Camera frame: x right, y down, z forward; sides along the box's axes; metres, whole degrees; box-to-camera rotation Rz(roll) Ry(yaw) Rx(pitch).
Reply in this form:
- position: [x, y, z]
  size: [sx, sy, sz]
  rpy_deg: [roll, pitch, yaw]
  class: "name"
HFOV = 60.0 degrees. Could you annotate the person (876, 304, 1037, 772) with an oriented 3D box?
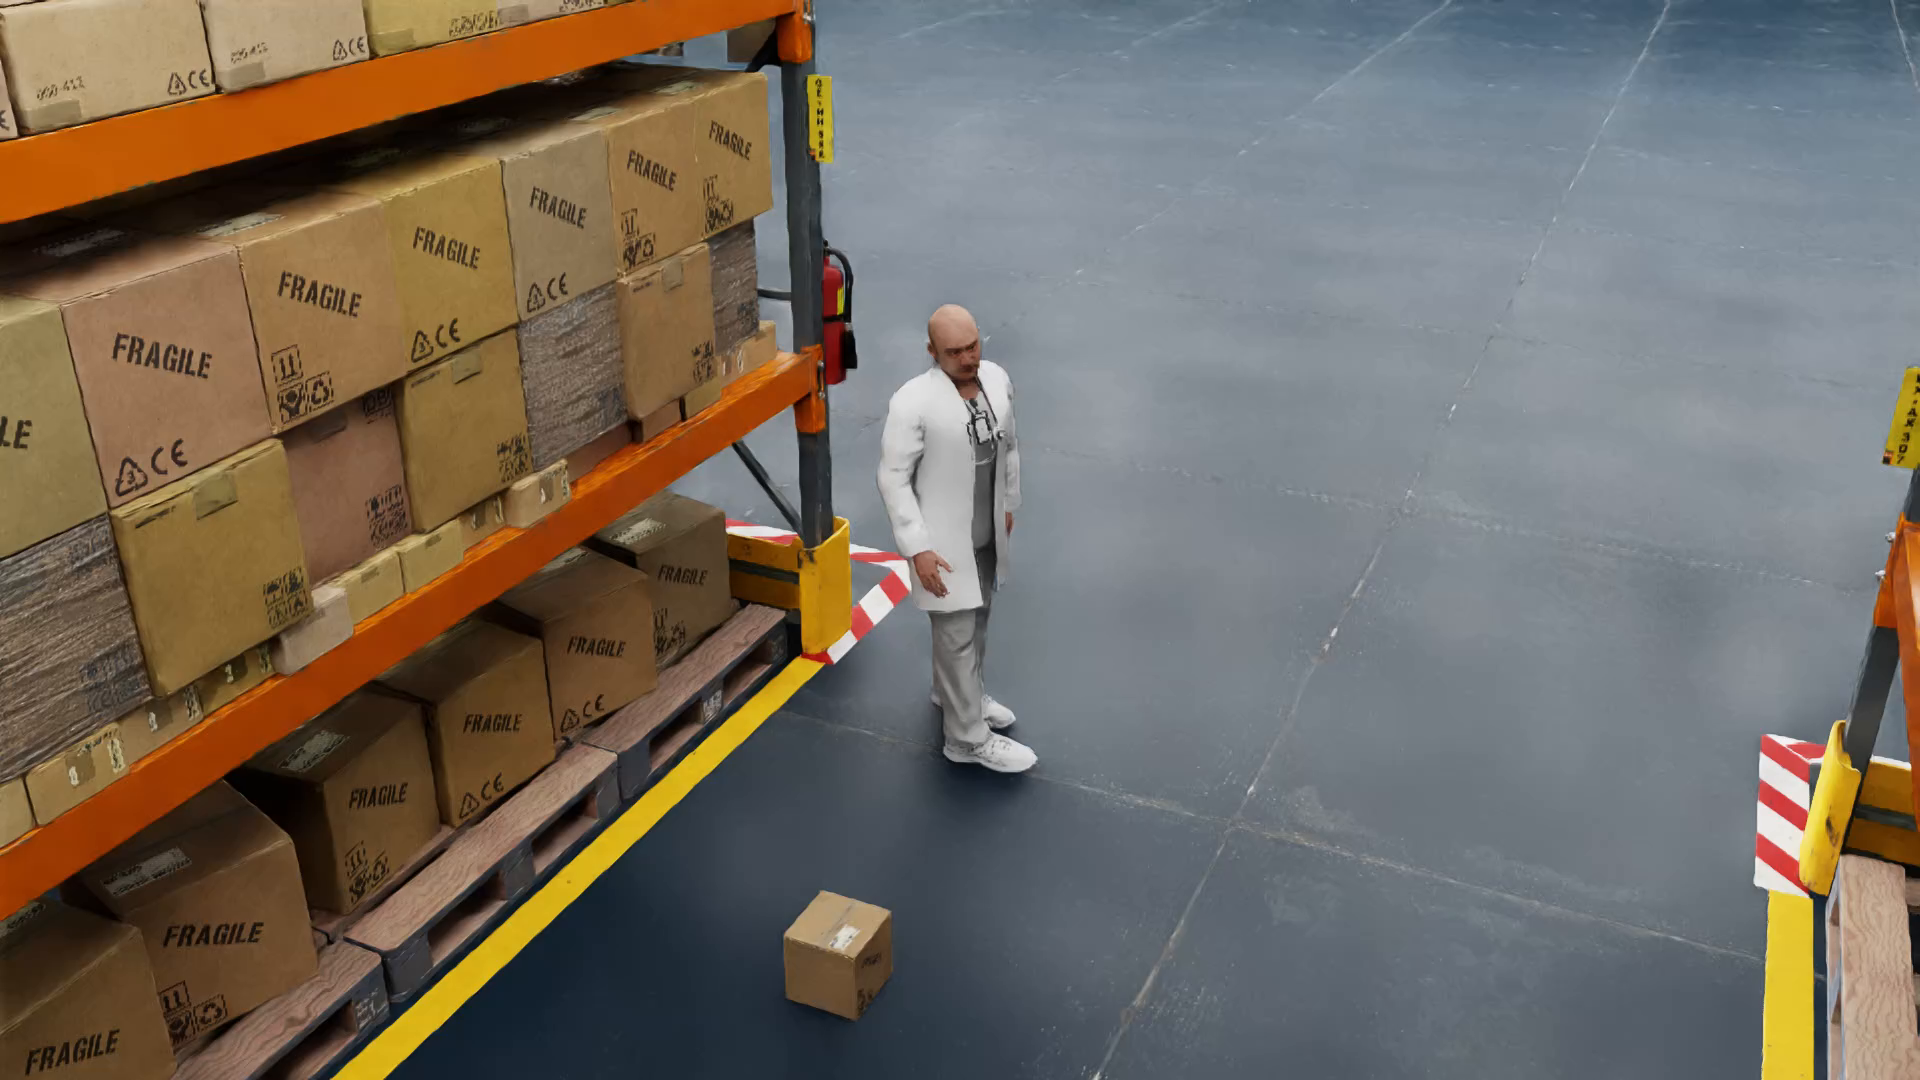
- position: [0.036, 0.000, 6.120]
  size: [0.652, 1.788, 0.675]
  rpy_deg: [23, 34, 39]
  class: "person"
